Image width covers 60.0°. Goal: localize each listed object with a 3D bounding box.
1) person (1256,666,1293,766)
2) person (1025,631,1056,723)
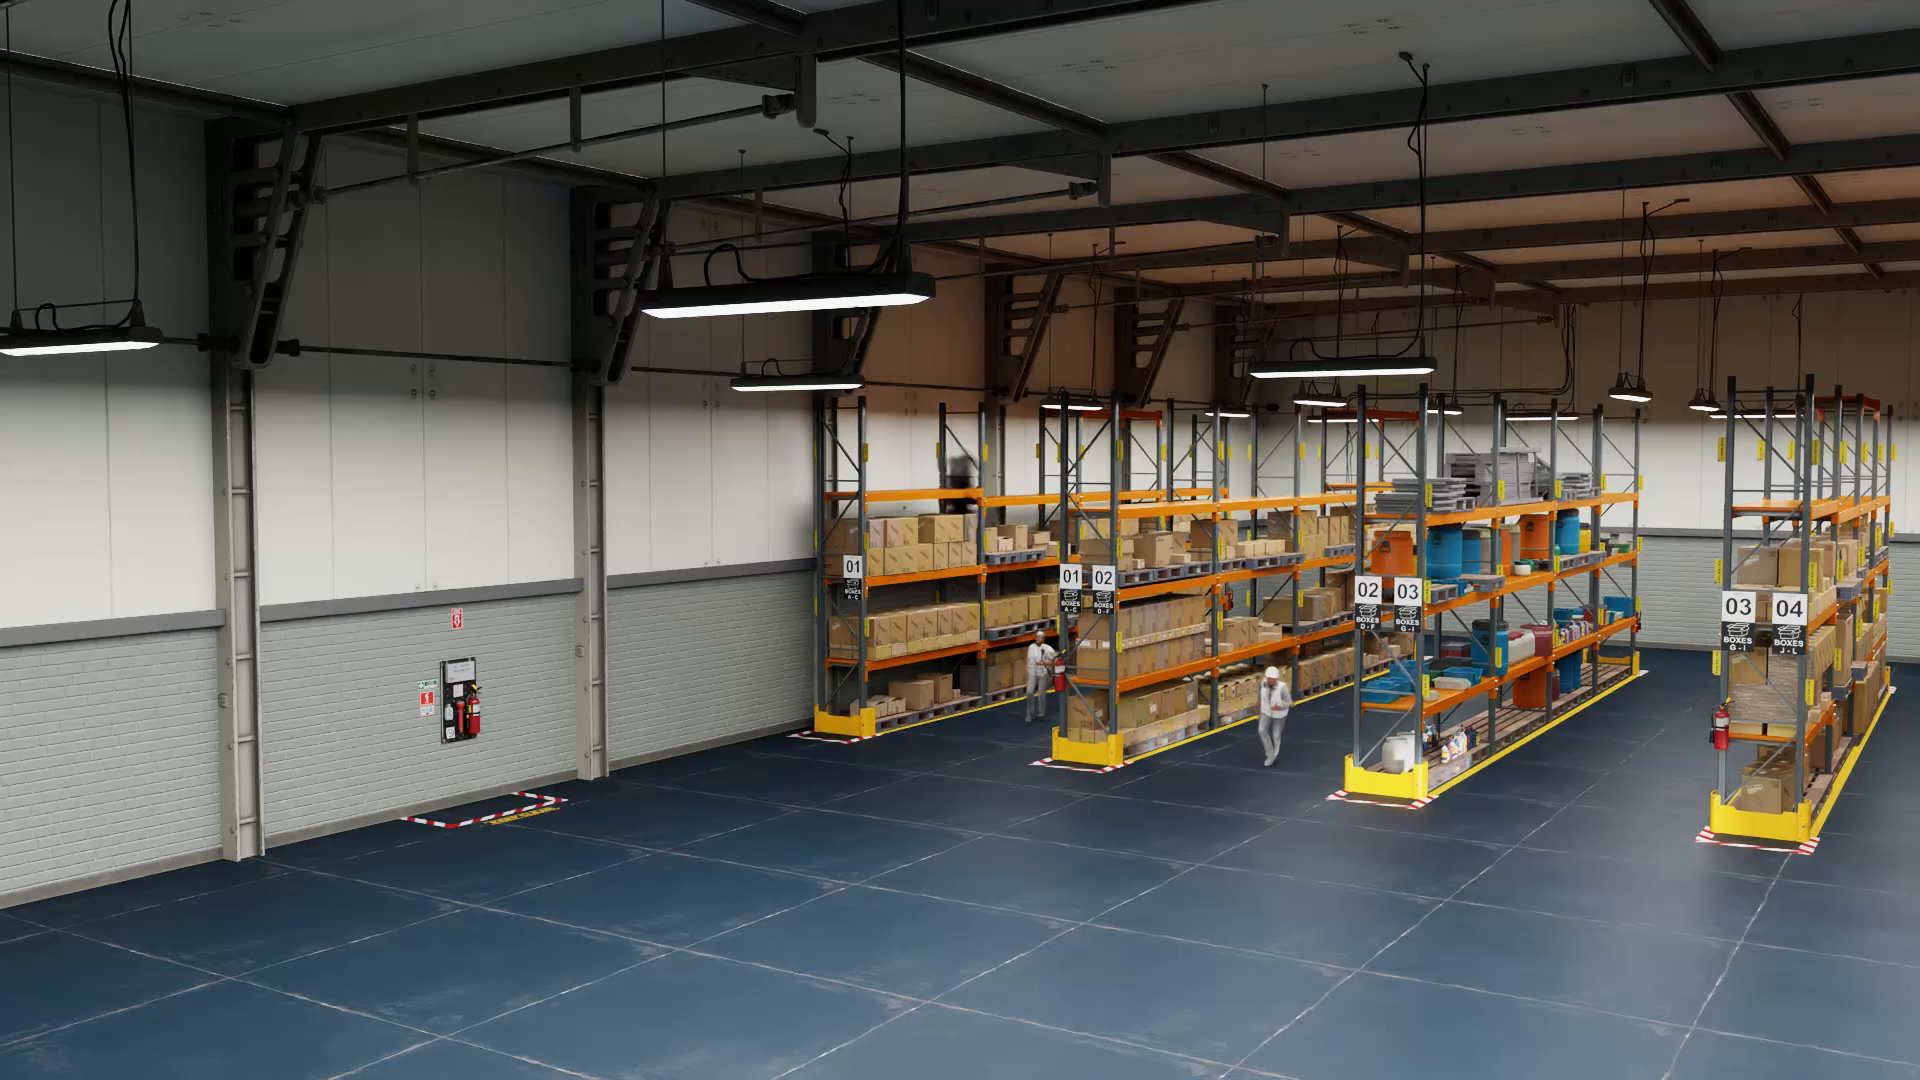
[{"bbox_3d":[5.049,2.780,26.691,0.657,1.596,1.101,1,3,21],"label":"person"},{"bbox_3d":[1.513,2.556,31.021,0.612,1.729,0.649,1,3,19],"label":"person"}]
